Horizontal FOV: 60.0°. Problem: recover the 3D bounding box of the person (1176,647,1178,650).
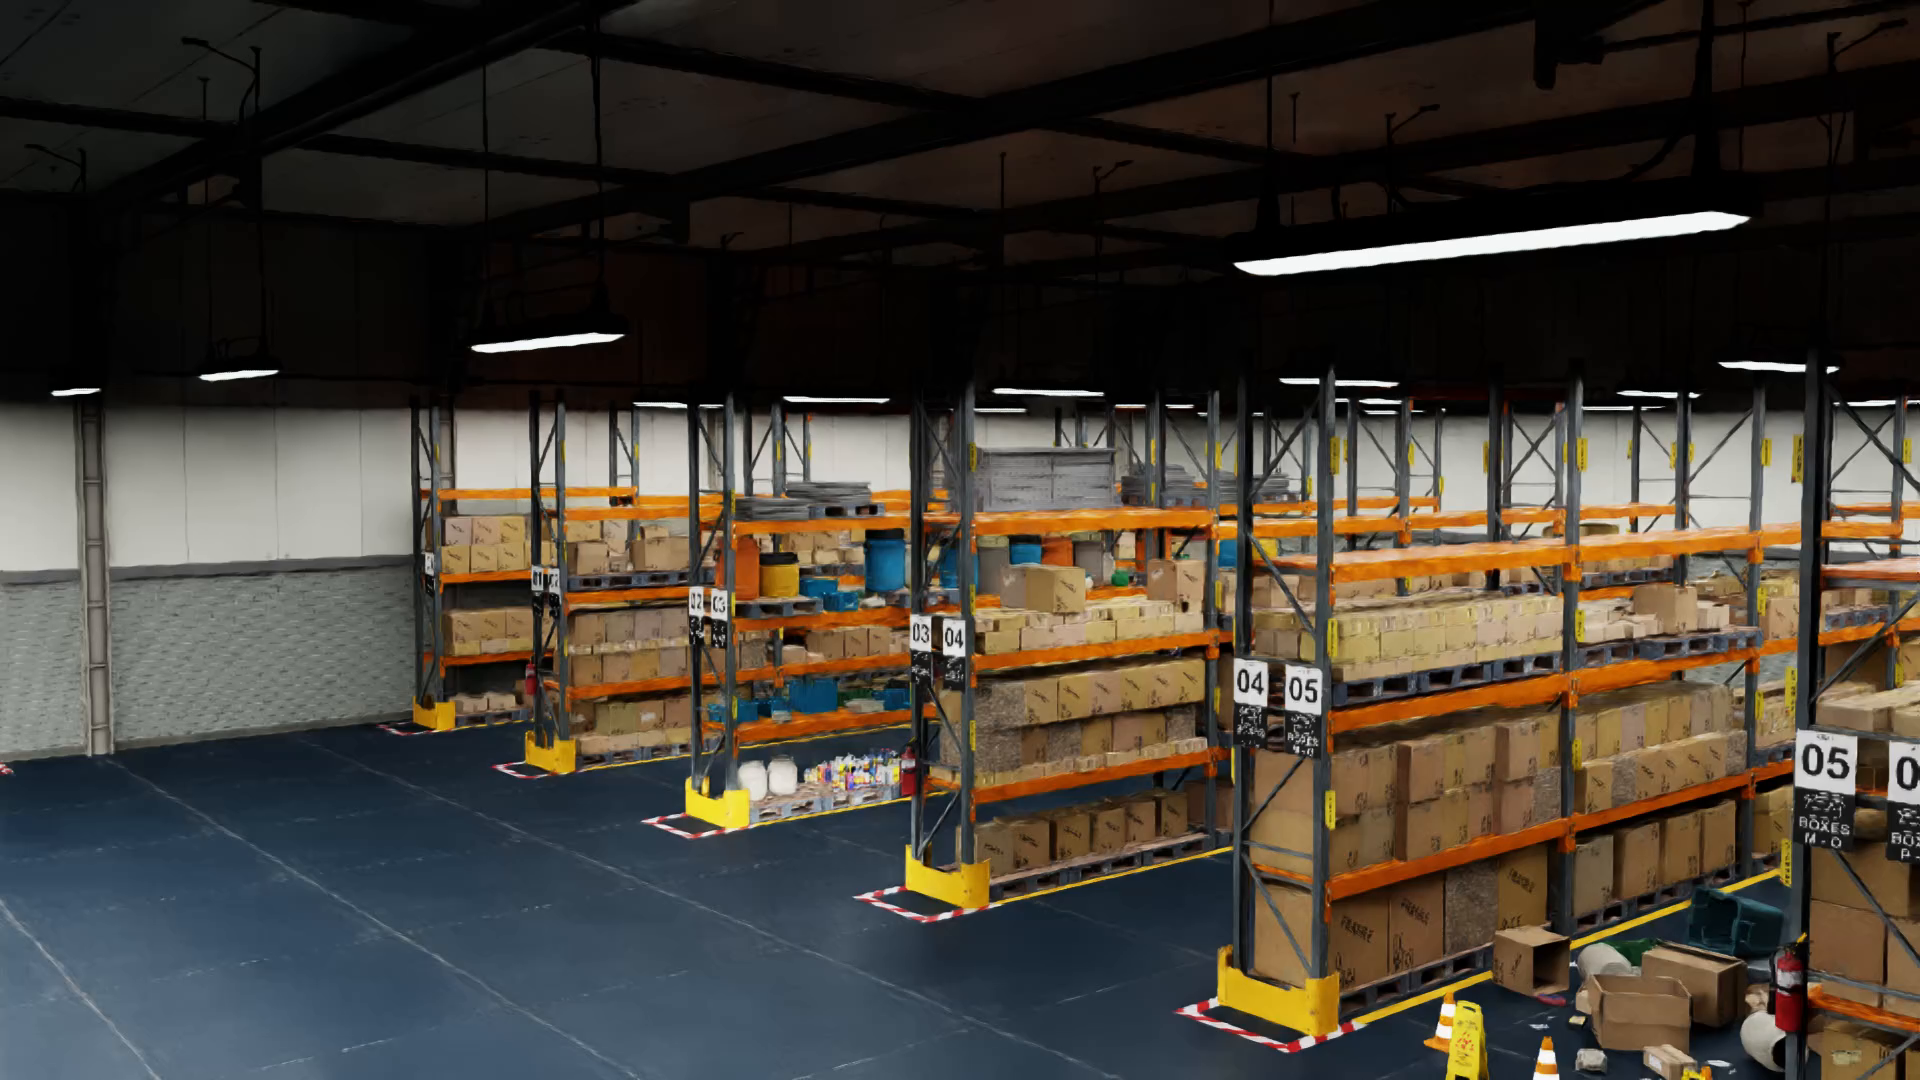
[{"bbox_3d":[4.247,2.481,30.812,0.742,1.740,0.741,-2,4,-35],"label":"person"}]
